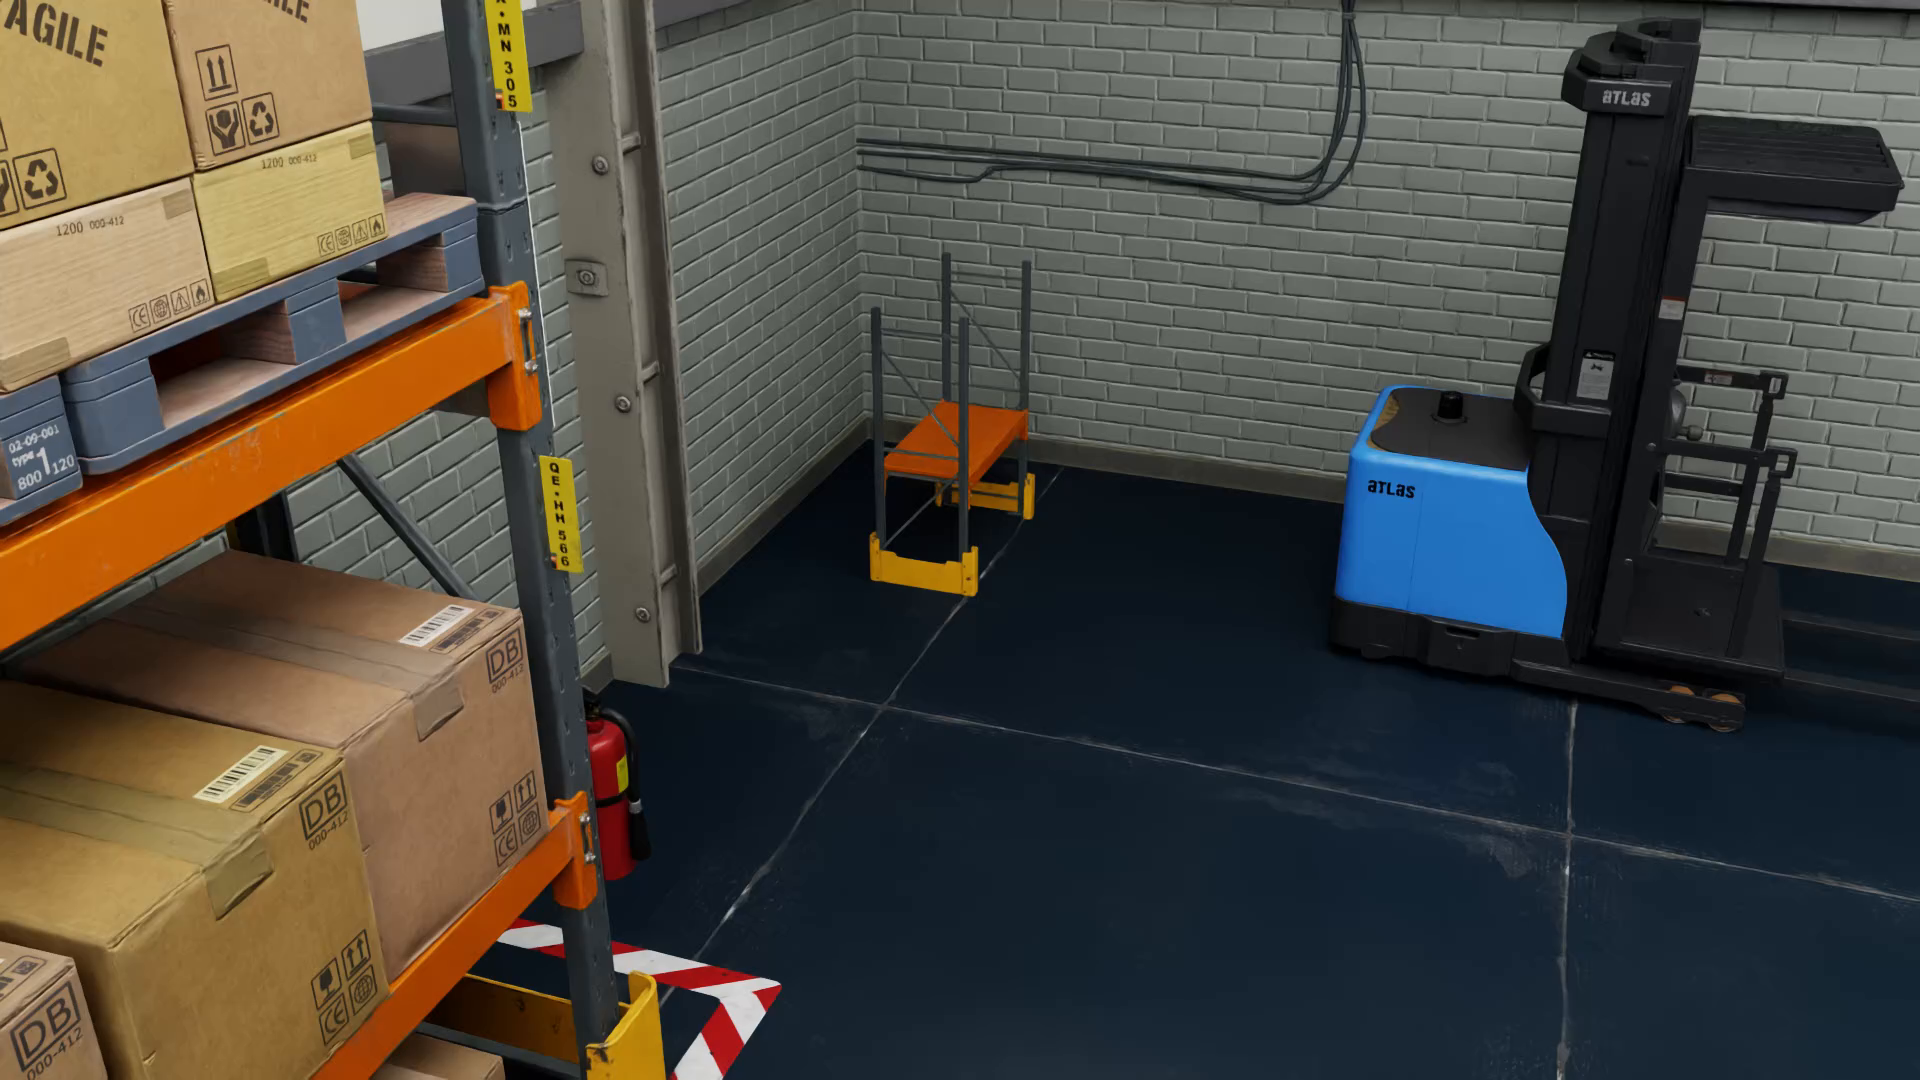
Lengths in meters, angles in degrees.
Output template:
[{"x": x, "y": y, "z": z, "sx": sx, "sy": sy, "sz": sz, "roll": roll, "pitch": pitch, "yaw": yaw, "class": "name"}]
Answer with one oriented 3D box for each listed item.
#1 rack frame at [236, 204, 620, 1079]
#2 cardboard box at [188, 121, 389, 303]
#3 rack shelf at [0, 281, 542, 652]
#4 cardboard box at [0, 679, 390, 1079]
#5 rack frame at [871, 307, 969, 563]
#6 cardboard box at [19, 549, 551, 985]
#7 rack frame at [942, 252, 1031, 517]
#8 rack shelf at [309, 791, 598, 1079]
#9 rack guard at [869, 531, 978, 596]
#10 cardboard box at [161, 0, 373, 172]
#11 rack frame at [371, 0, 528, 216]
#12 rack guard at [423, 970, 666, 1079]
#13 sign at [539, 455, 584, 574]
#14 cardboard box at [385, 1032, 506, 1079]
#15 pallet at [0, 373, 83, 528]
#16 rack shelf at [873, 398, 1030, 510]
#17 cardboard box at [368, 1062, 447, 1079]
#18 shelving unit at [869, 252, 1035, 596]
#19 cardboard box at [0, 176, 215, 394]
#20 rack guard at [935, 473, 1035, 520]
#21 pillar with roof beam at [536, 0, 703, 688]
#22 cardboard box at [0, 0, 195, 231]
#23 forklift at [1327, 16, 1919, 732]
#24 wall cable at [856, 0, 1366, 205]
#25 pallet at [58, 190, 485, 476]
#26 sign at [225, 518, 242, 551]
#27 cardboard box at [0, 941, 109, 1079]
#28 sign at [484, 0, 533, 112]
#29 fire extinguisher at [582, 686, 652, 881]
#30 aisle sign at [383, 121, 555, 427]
[{"x": -1.550, "y": 0.479, "z": 4.819, "sx": 1.000, "sy": 3.000, "sz": 0.127, "roll": 9, "pitch": 27, "yaw": 17, "class": "rack frame"}, {"x": -1.544, "y": -0.699, "z": 3.384, "sx": 0.500, "sy": 0.250, "sz": 0.500, "roll": 10, "pitch": 27, "yaw": 19, "class": "cardboard box"}, {"x": -2.216, "y": 0.274, "z": 2.625, "sx": 1.077, "sy": 0.370, "sz": 4.000, "roll": 9, "pitch": 27, "yaw": 17, "class": "rack shelf"}, {"x": -1.942, "y": 0.855, "z": 3.697, "sx": 0.980, "sy": 0.700, "sz": 0.700, "roll": 9, "pitch": 27, "yaw": 17, "class": "cardboard box"}, {"x": -0.198, "y": -0.431, "z": 8.419, "sx": 0.500, "sy": 1.500, "sz": 0.032, "roll": 9, "pitch": 27, "yaw": 17, "class": "rack frame"}, {"x": -1.710, "y": 0.555, "z": 4.318, "sx": 0.980, "sy": 0.700, "sz": 0.700, "roll": 10, "pitch": 28, "yaw": 20, "class": "cardboard box"}, {"x": 0.141, "y": -0.849, "z": 9.282, "sx": 0.500, "sy": 1.500, "sz": 0.032, "roll": 9, "pitch": 27, "yaw": 17, "class": "rack frame"}, {"x": -2.216, "y": 1.624, "z": 3.279, "sx": 1.077, "sy": 0.370, "sz": 4.000, "roll": 9, "pitch": 27, "yaw": 17, "class": "rack shelf"}, {"x": -0.191, "y": 0.123, "z": 8.708, "sx": 0.587, "sy": 0.250, "sz": 0.087, "roll": 9, "pitch": 27, "yaw": 17, "class": "rack guard"}, {"x": -1.536, "y": -1.035, "z": 3.219, "sx": 0.500, "sy": 0.500, "sz": 0.500, "roll": 9, "pitch": 27, "yaw": 17, "class": "cardboard box"}, {"x": -1.550, "y": -2.222, "z": 3.512, "sx": 1.000, "sy": 3.000, "sz": 0.127, "roll": 9, "pitch": 27, "yaw": 17, "class": "rack frame"}, {"x": -1.542, "y": 1.594, "z": 5.385, "sx": 1.175, "sy": 0.500, "sz": 0.348, "roll": 9, "pitch": 27, "yaw": 17, "class": "rack guard"}, {"x": -1.043, "y": -0.065, "z": 4.341, "sx": 0.100, "sy": 0.325, "sz": 0.005, "roll": 9, "pitch": 27, "yaw": 17, "class": "sign"}, {"x": -1.689, "y": 1.717, "z": 4.649, "sx": 0.700, "sy": 0.500, "sz": 0.500, "roll": 9, "pitch": 27, "yaw": 17, "class": "cardboard box"}, {"x": -2.191, "y": -0.022, "z": 2.513, "sx": 1.003, "sy": 0.211, "sz": 1.213, "roll": 9, "pitch": 27, "yaw": 17, "class": "pallet"}, {"x": -0.028, "y": -0.478, "z": 8.929, "sx": 0.538, "sy": 0.185, "sz": 1.000, "roll": 9, "pitch": 27, "yaw": 17, "class": "rack shelf"}, {"x": -1.560, "y": 1.504, "z": 4.344, "sx": 0.380, "sy": 0.149, "sz": 0.250, "roll": 8, "pitch": 27, "yaw": 17, "class": "cardboard box"}, {"x": -0.025, "y": -0.644, "z": 8.858, "sx": 0.587, "sy": 1.500, "sz": 1.083, "roll": 9, "pitch": 27, "yaw": 17, "class": "shelving unit"}, {"x": -1.716, "y": -0.485, "z": 2.942, "sx": 0.500, "sy": 0.250, "sz": 0.500, "roll": 8, "pitch": 27, "yaw": 15, "class": "cardboard box"}, {"x": 0.140, "y": -0.286, "z": 9.554, "sx": 0.587, "sy": 0.250, "sz": 0.087, "roll": 9, "pitch": 27, "yaw": 17, "class": "rack guard"}, {"x": 2.592, "y": -2.832, "z": 4.773, "sx": 9.100, "sy": 9.000, "sz": 0.400, "roll": 9, "pitch": 27, "yaw": 17, "class": "pillar with roof beam"}, {"x": -1.713, "y": -0.831, "z": 2.797, "sx": 0.500, "sy": 0.500, "sz": 0.500, "roll": 10, "pitch": 27, "yaw": 19, "class": "cardboard box"}, {"x": 3.361, "y": -0.721, "z": 7.375, "sx": 3.031, "sy": 2.935, "sz": 1.130, "roll": 10, "pitch": 28, "yaw": 20, "class": "forklift"}, {"x": 0.669, "y": -3.096, "z": 8.882, "sx": 3.097, "sy": 2.526, "sz": 0.112, "roll": 9, "pitch": 27, "yaw": 17, "class": "wall cable"}, {"x": -1.787, "y": -0.525, "z": 3.552, "sx": 1.003, "sy": 0.211, "sz": 1.213, "roll": 9, "pitch": 27, "yaw": 17, "class": "pallet"}, {"x": -2.071, "y": -0.030, "z": 4.785, "sx": 0.100, "sy": 0.325, "sz": 0.005, "roll": 9, "pitch": 27, "yaw": 17, "class": "sign"}, {"x": -2.204, "y": 1.167, "z": 3.053, "sx": 0.980, "sy": 0.700, "sz": 0.700, "roll": 7, "pitch": 27, "yaw": 15, "class": "cardboard box"}, {"x": -1.043, "y": -1.150, "z": 3.816, "sx": 0.100, "sy": 0.325, "sz": 0.005, "roll": 9, "pitch": 27, "yaw": 17, "class": "sign"}, {"x": -1.065, "y": 0.686, "z": 4.907, "sx": 0.296, "sy": 0.674, "sz": 0.183, "roll": 9, "pitch": 27, "yaw": 17, "class": "fire extinguisher"}, {"x": -1.243, "y": -0.678, "z": 4.224, "sx": 0.394, "sy": 0.787, "sz": 0.004, "roll": 9, "pitch": 27, "yaw": 17, "class": "aisle sign"}]
